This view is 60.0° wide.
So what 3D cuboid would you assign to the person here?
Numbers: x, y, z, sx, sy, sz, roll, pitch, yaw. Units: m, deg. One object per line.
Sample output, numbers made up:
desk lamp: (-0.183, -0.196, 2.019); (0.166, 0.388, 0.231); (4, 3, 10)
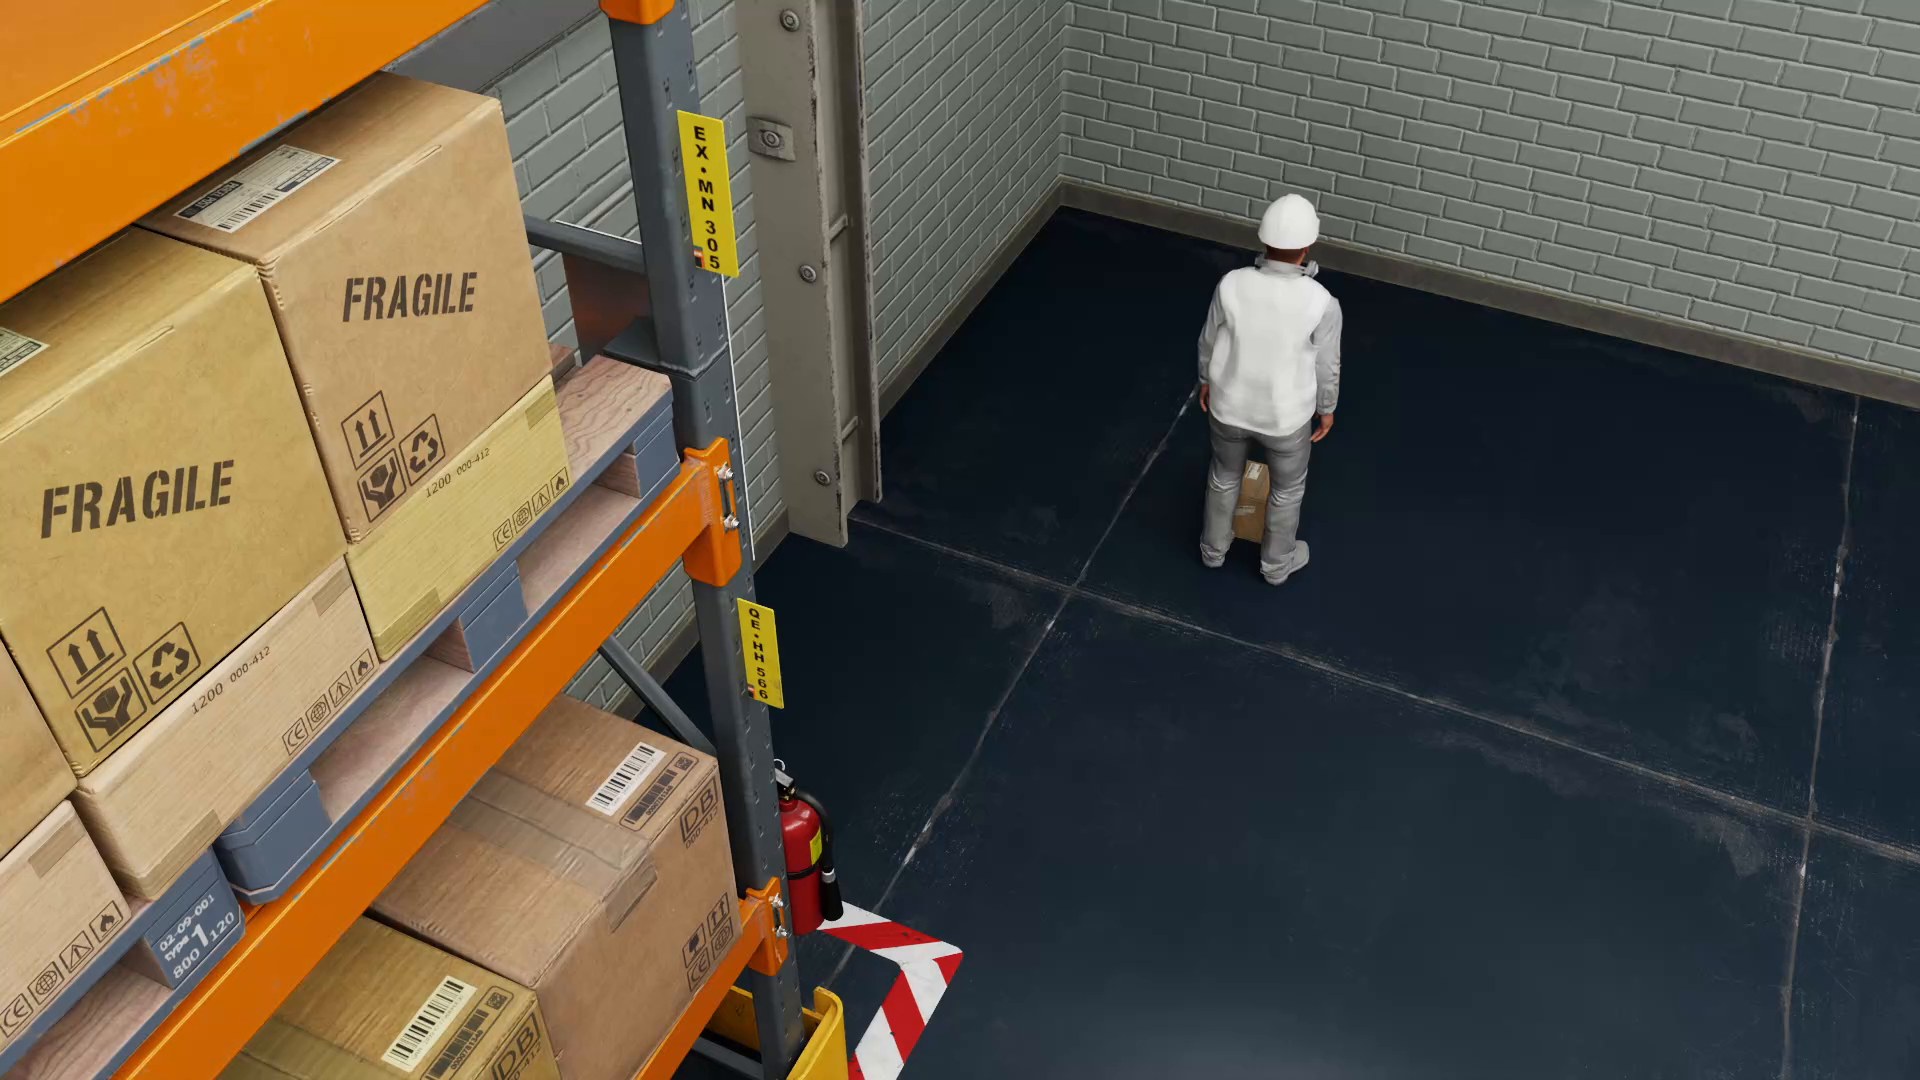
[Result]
person: (1.244, -0.578, 6.788); (0.581, 1.771, 0.464); (17, 44, 18)
